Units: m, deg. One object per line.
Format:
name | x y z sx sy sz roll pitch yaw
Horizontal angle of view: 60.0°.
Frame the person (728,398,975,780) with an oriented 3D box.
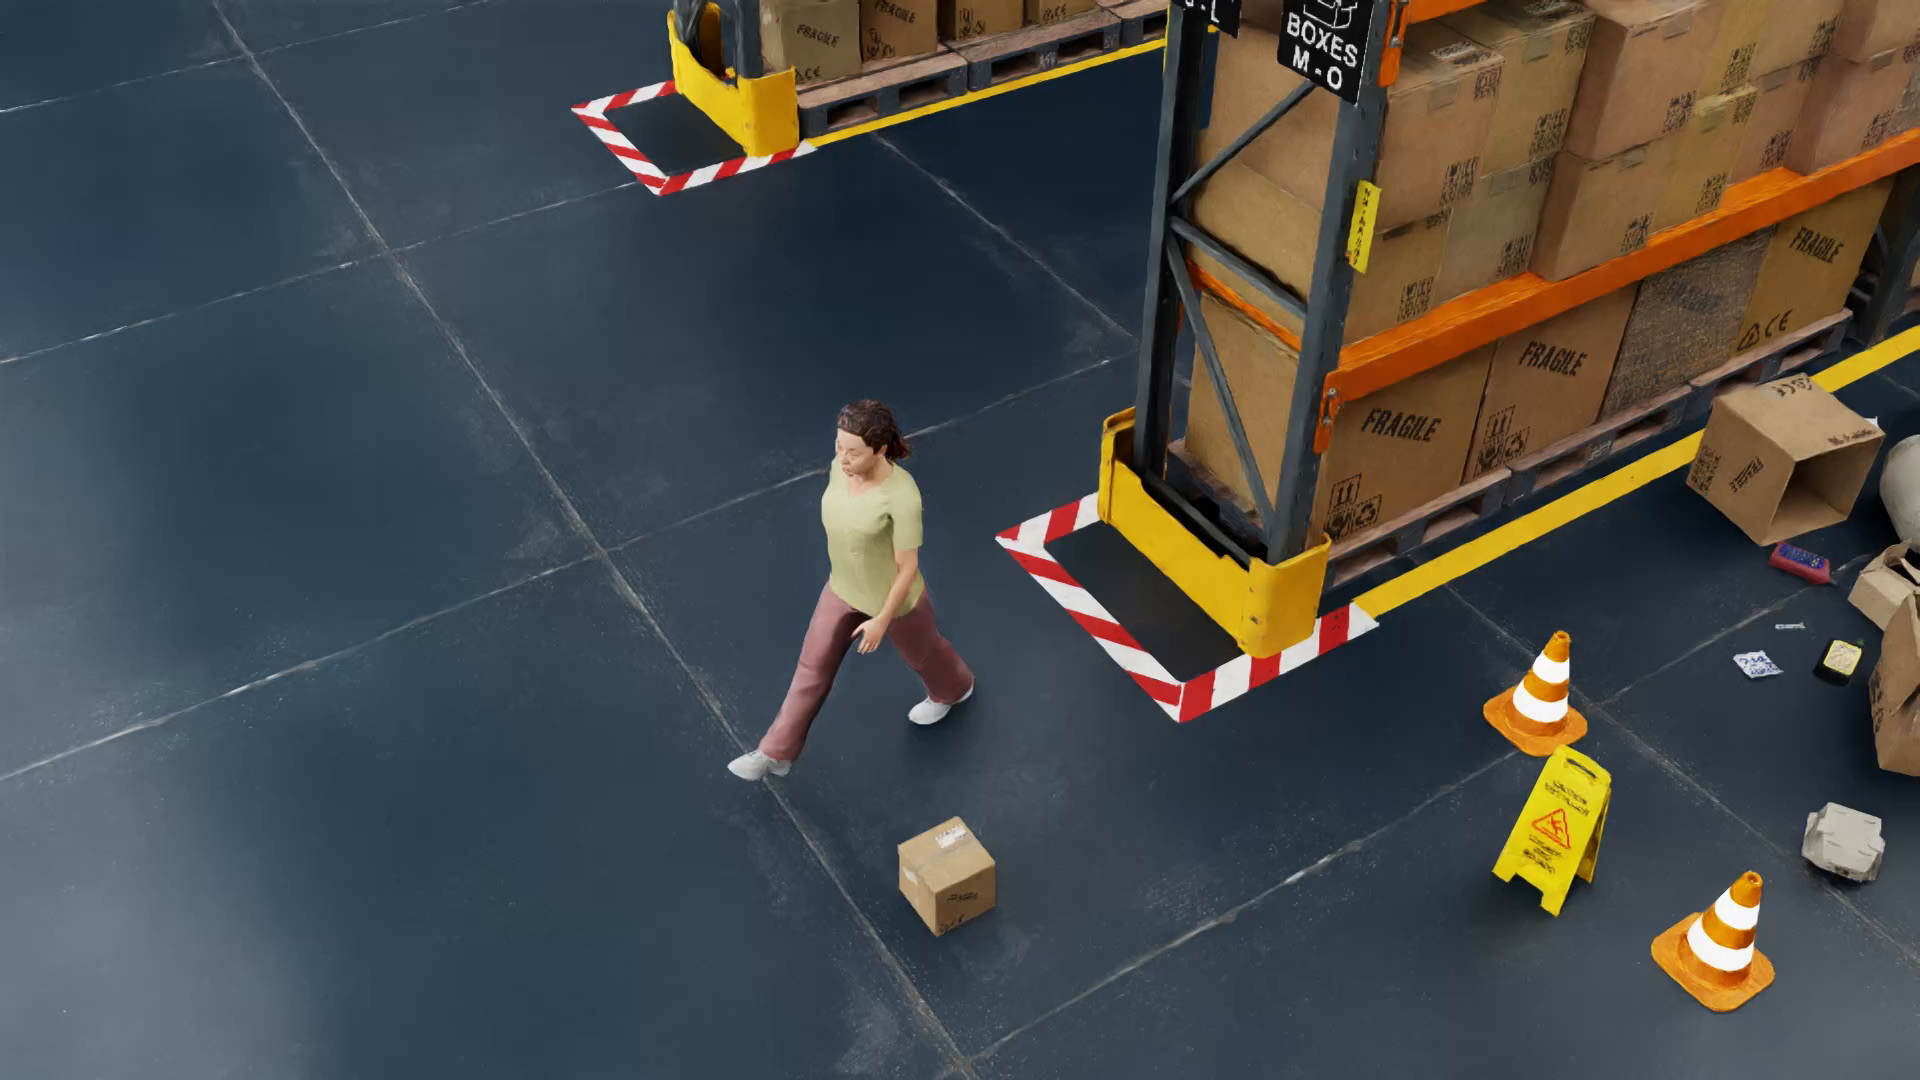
person | -0.369 0.206 5.928 0.476 1.609 1.026 28 48 29
